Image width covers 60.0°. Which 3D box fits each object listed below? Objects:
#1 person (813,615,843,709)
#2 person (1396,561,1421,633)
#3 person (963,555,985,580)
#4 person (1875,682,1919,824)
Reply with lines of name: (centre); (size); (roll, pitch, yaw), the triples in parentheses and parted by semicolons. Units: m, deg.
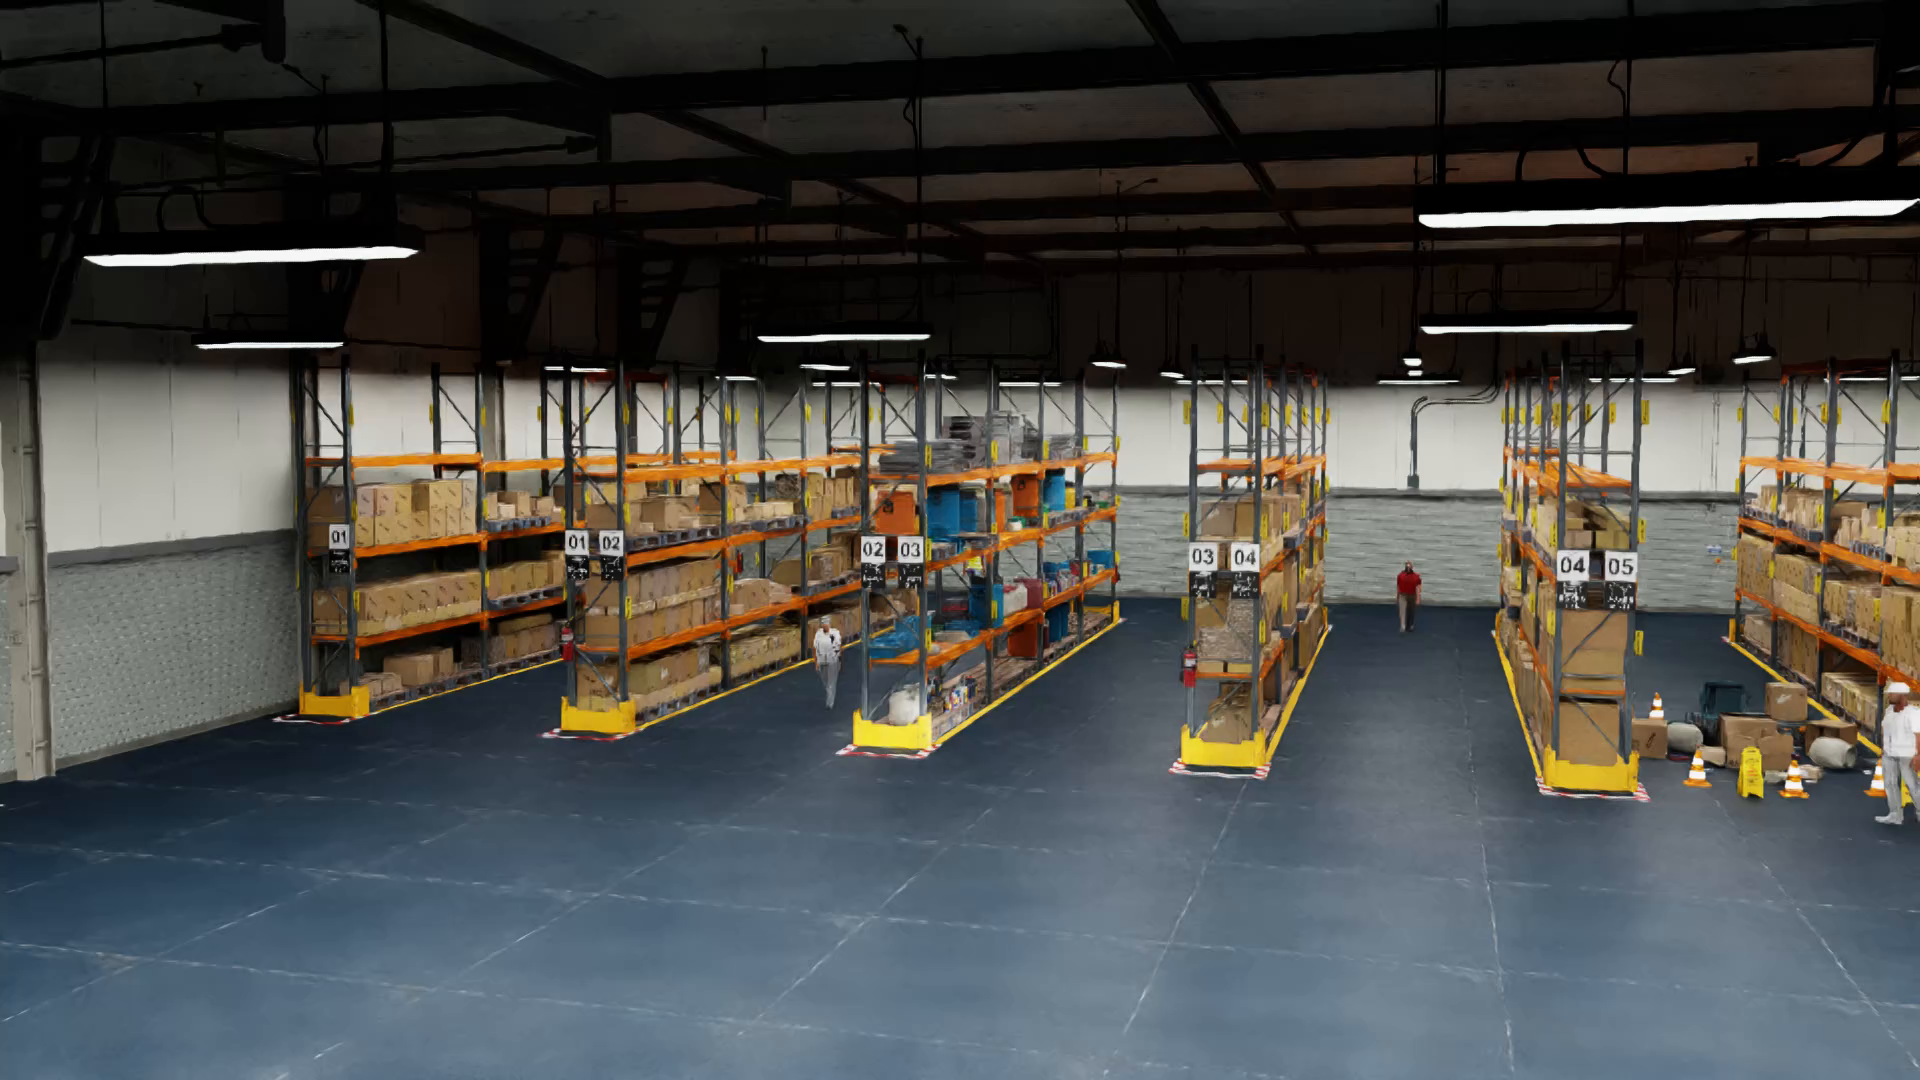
person: (-2.271, 2.061, 28.488); (0.497, 1.580, 1.091); (1, 4, 13)
person: (10.301, 1.301, 38.177); (0.540, 1.646, 1.120); (1, 4, 13)
person: (0.351, 0.754, 45.196); (0.582, 1.685, 1.113); (1, 4, 13)
person: (11.569, 2.608, 20.361); (0.550, 1.758, 0.661); (-1, 4, -14)
